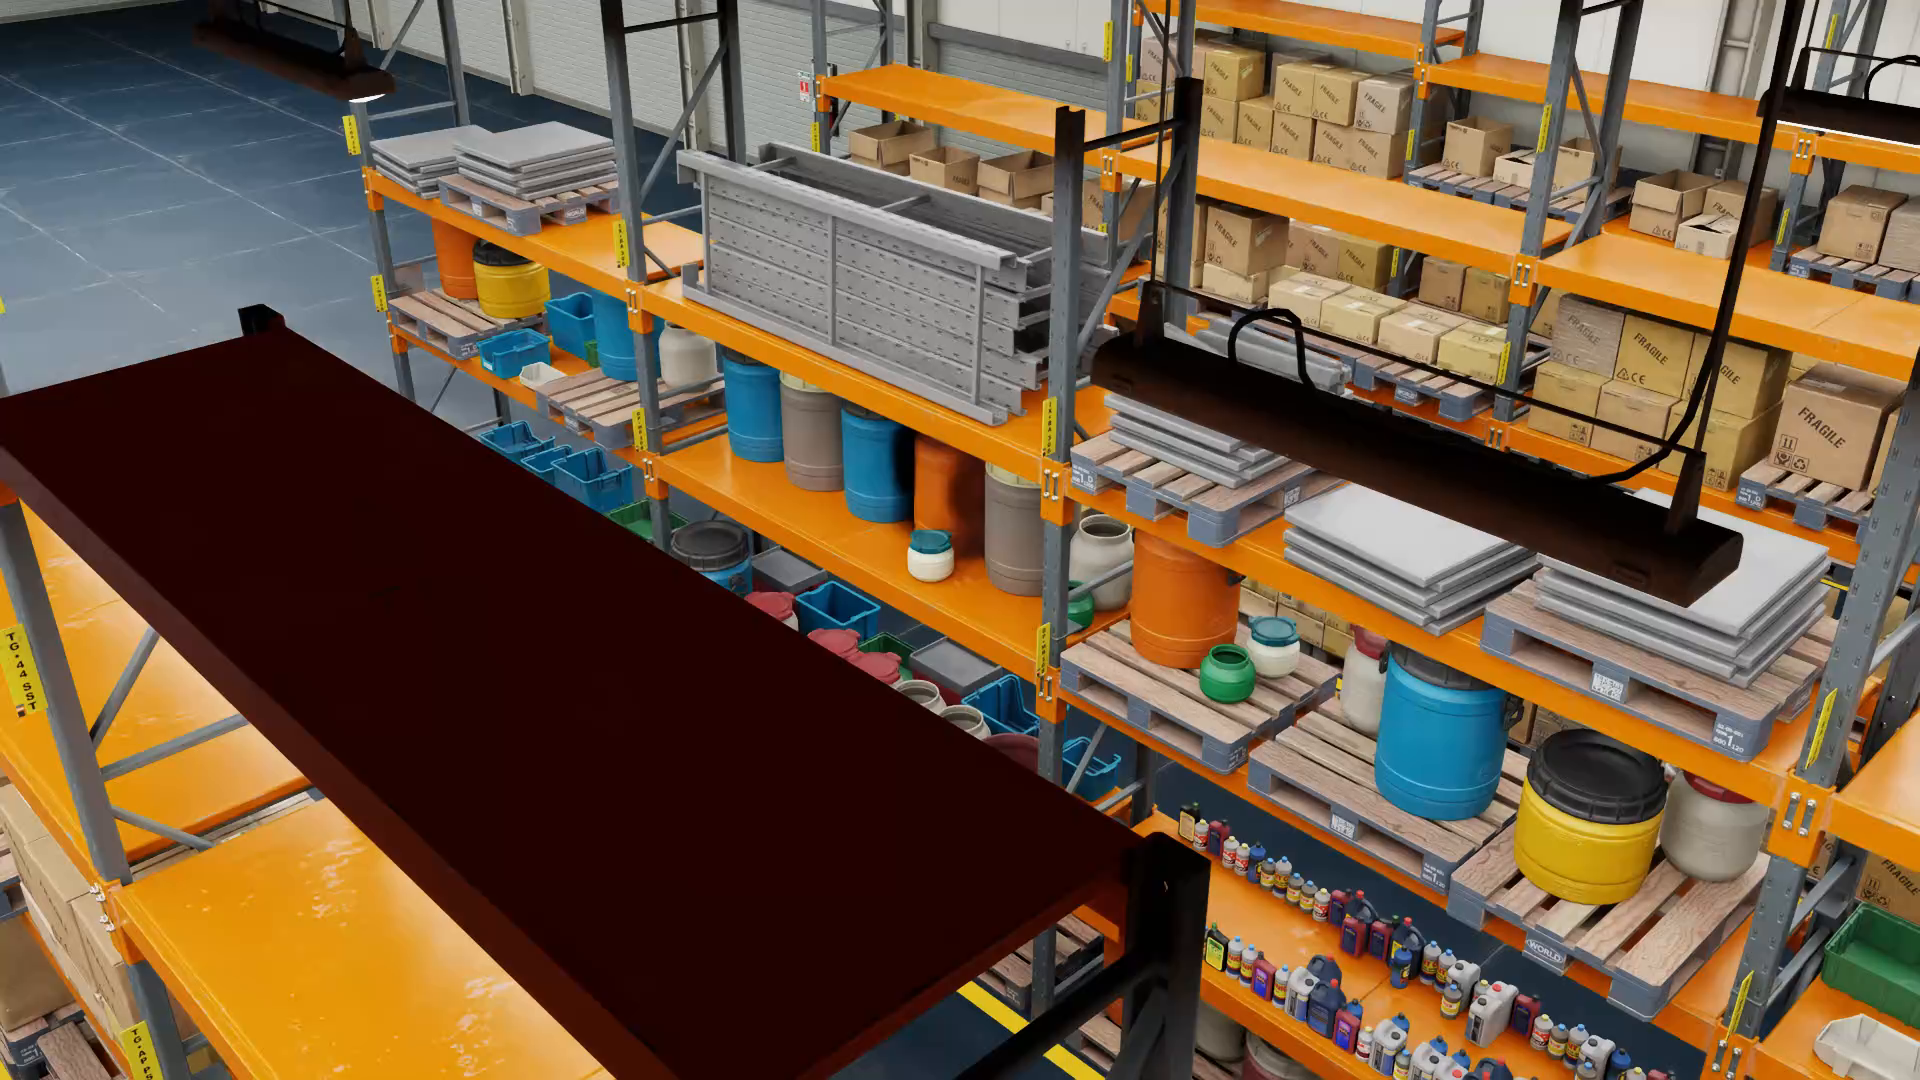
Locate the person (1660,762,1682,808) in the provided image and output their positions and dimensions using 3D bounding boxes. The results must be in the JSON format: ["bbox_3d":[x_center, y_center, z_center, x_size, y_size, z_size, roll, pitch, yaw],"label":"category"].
[{"bbox_3d":[4.672,2.117,11.157,0.939,1.648,0.448,19,34,32],"label":"person"}]
